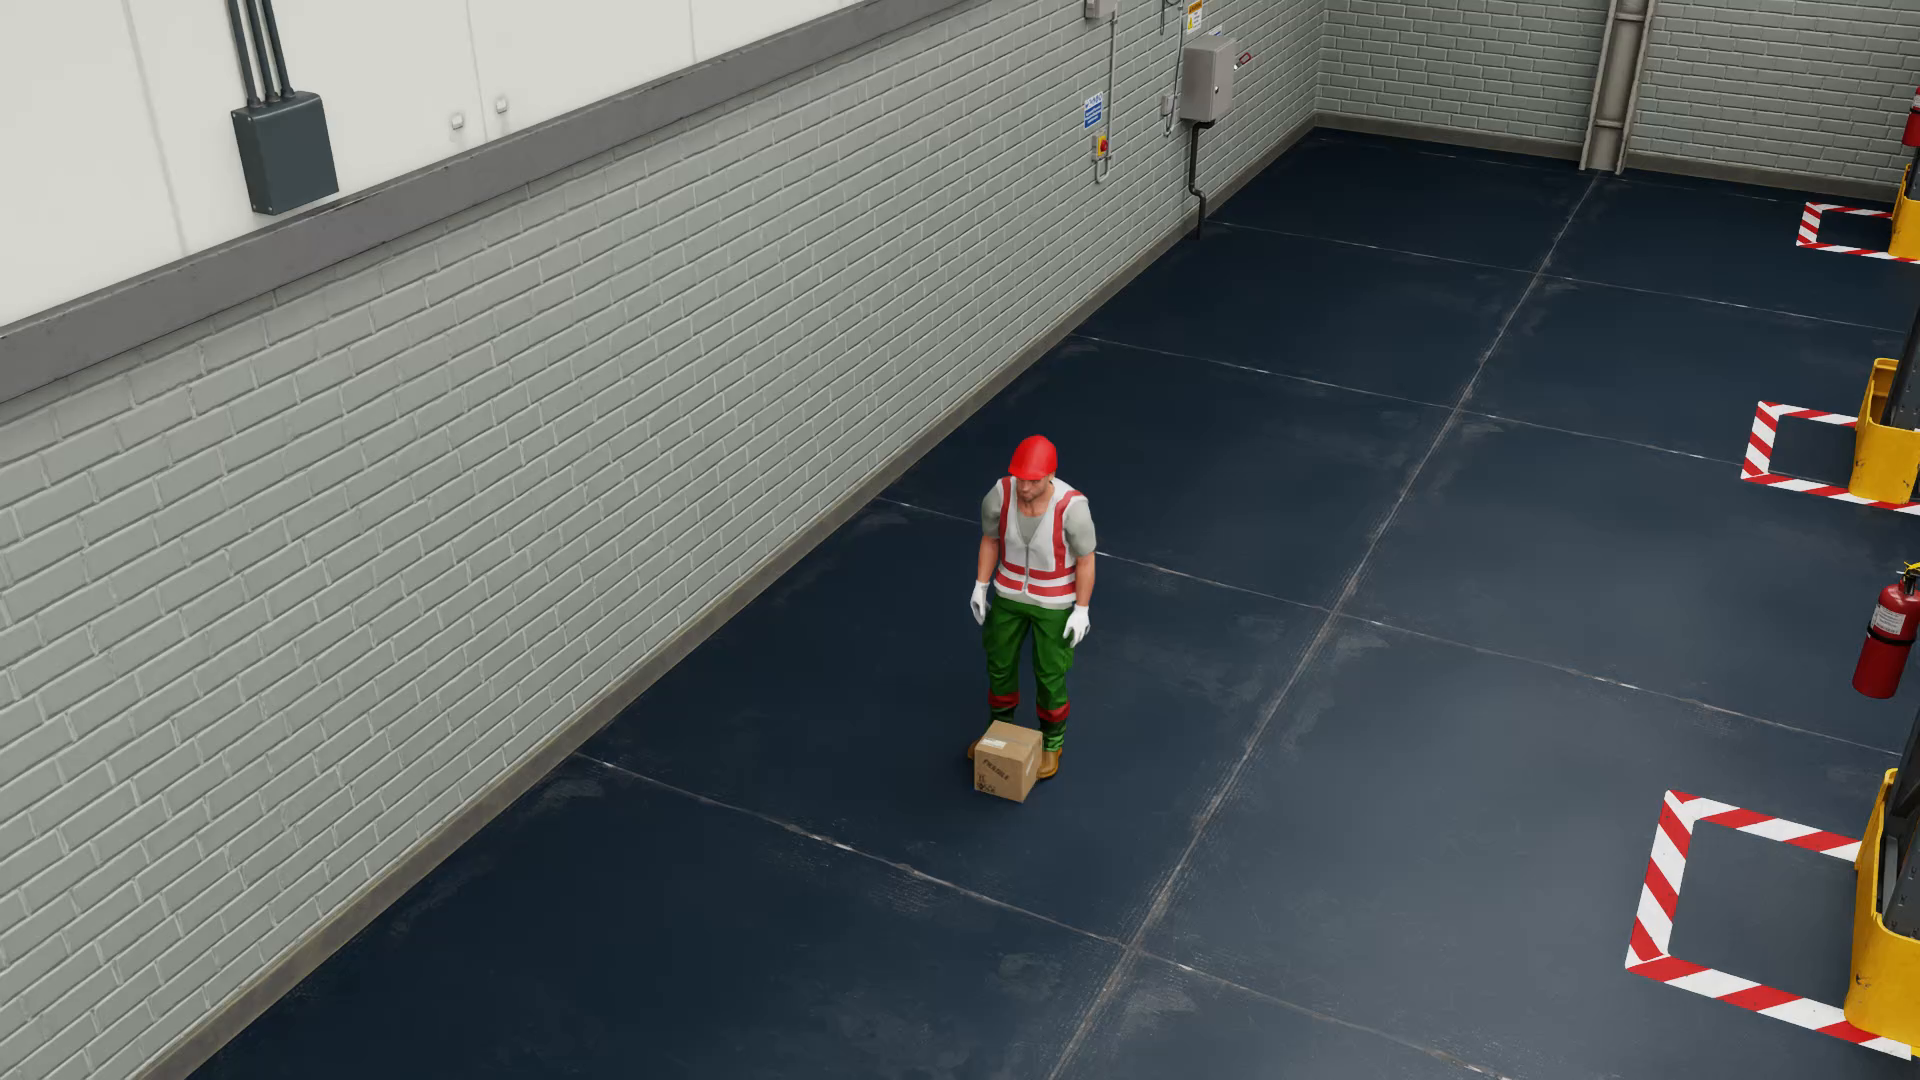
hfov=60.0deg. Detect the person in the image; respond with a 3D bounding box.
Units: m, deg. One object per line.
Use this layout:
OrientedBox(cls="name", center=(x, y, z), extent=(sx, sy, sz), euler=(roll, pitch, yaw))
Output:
OrientedBox(cls="person", center=(0.332, 0.294, 7.766), extent=(0.592, 1.778, 0.447), euler=(13, 32, 22))
